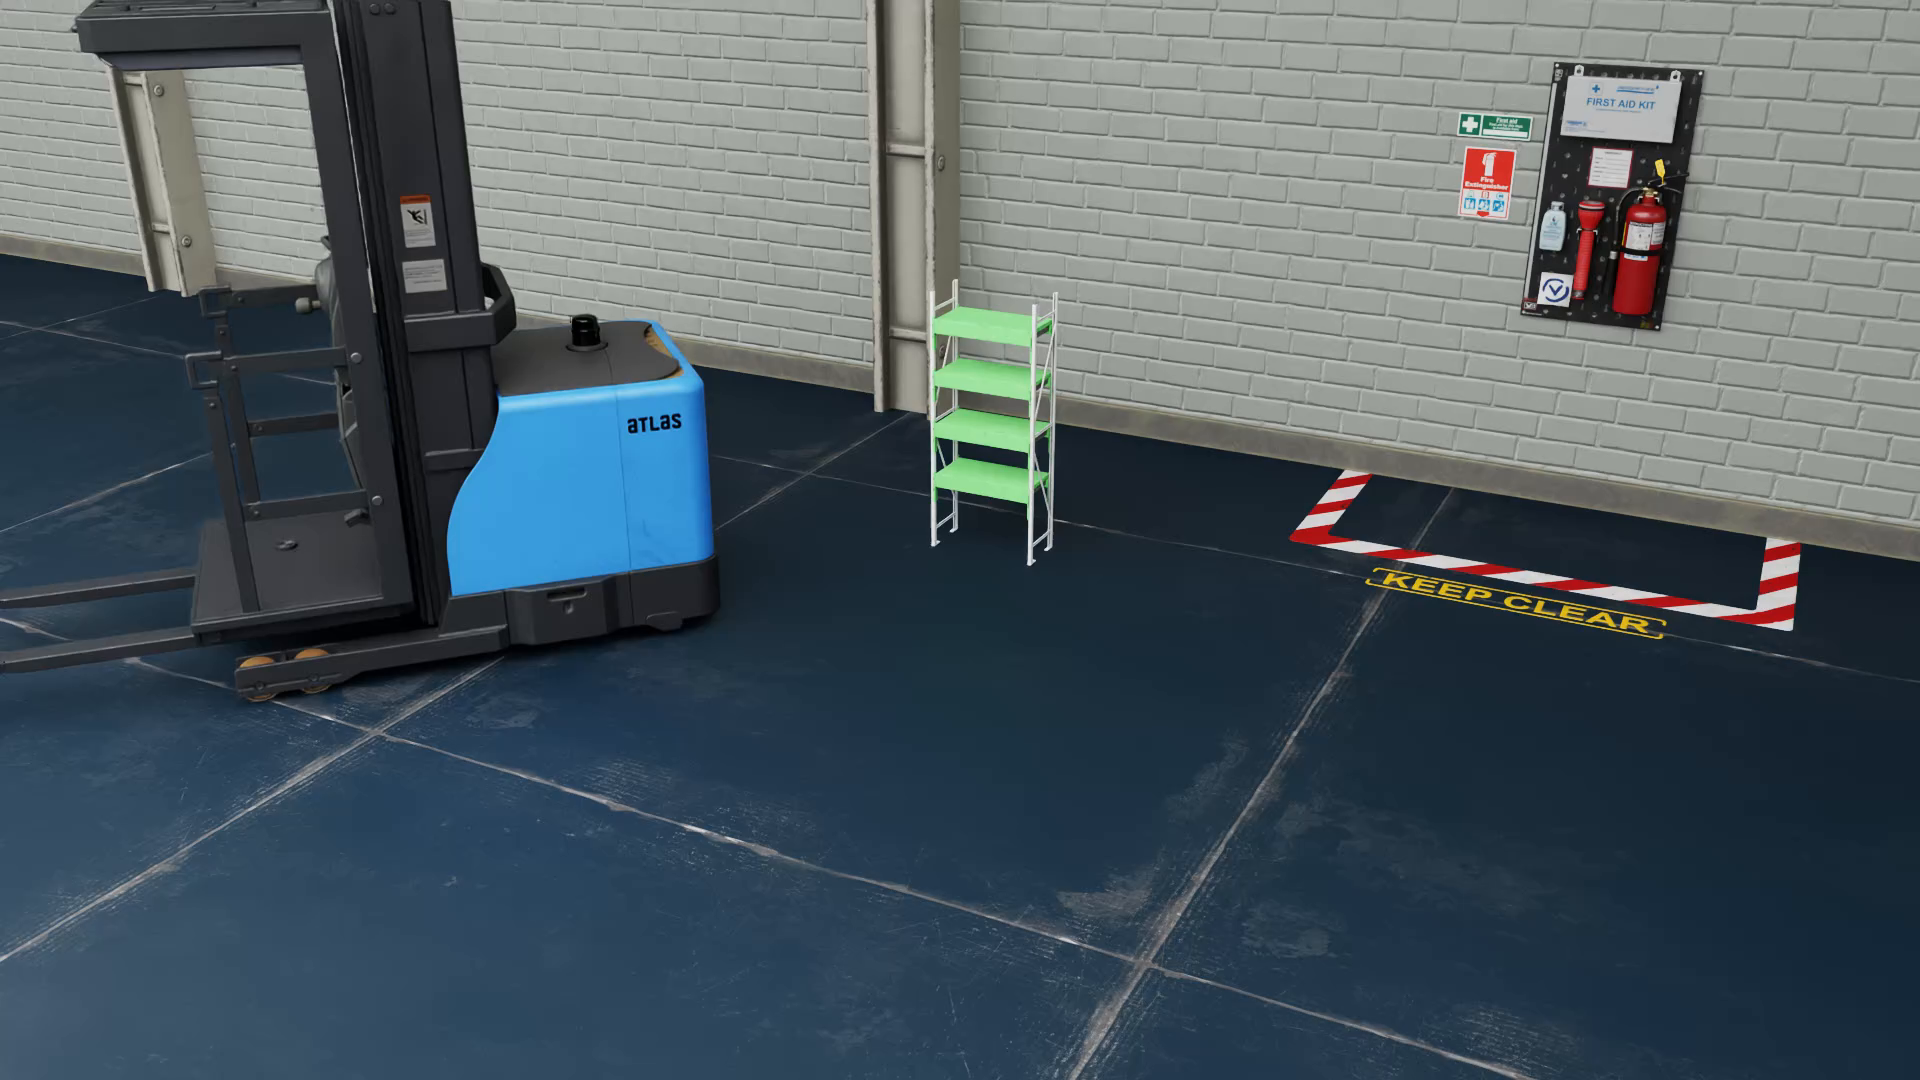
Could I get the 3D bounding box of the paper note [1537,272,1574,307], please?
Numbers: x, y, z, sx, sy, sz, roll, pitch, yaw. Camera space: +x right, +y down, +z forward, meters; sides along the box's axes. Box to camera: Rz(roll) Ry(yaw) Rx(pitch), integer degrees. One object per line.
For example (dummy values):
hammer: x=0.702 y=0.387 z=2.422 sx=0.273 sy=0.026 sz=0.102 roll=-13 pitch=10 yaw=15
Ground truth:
paper note: x=2.795 y=-1.176 z=7.808 sx=0.142 sy=0.148 sz=0.016 roll=11 pitch=25 yaw=25

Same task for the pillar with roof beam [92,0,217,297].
pillar with roof beam: x=-7.542 y=-4.452 z=6.721 sx=0.400 sy=9.000 sz=9.100 roll=11 pitch=25 yaw=25

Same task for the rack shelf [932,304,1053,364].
rack shelf: x=0.148 y=-0.906 z=7.284 sx=0.480 sy=0.148 sz=0.258 roll=11 pitch=25 yaw=25

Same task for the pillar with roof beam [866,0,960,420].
pillar with roof beam: x=-2.187 y=-3.393 z=4.229 sx=0.400 sy=9.000 sz=9.100 roll=11 pitch=25 yaw=25

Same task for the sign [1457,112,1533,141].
sign: x=2.475 y=-1.916 z=7.699 sx=0.331 sy=0.109 sz=0.001 roll=11 pitch=25 yaw=25

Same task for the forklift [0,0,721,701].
forklift: x=-2.568 y=-0.970 z=6.285 sx=3.031 sy=2.935 sz=1.130 roll=-8 pitch=24 yaw=-19

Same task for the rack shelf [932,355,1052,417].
rack shelf: x=0.148 y=-0.685 z=7.378 sx=0.480 sy=0.148 sz=0.258 roll=11 pitch=25 yaw=25

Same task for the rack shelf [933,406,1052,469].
rack shelf: x=0.148 y=-0.464 z=7.471 sx=0.480 sy=0.148 sz=0.258 roll=11 pitch=25 yaw=25

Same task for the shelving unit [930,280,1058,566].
shelving unit: x=0.148 y=-0.523 z=7.446 sx=0.503 sy=1.200 sz=0.258 roll=11 pitch=25 yaw=25

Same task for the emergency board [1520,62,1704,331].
emergency board: x=2.922 y=-1.526 z=7.505 sx=0.643 sy=1.169 sz=0.194 roll=11 pitch=25 yaw=25

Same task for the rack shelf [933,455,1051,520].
rack shelf: x=0.148 y=-0.243 z=7.565 sx=0.480 sy=0.148 sz=0.258 roll=11 pitch=25 yaw=25

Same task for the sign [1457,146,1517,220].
sign: x=2.475 y=-1.676 z=7.812 sx=0.234 sy=0.329 sz=0.001 roll=11 pitch=25 yaw=25

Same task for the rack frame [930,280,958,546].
rack frame: x=-0.070 y=-0.566 z=7.548 sx=0.015 sy=1.200 sz=0.240 roll=11 pitch=25 yaw=25

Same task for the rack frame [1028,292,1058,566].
rack frame: x=0.365 y=-0.480 z=7.345 sx=0.015 sy=1.200 sz=0.240 roll=11 pitch=25 yaw=25
